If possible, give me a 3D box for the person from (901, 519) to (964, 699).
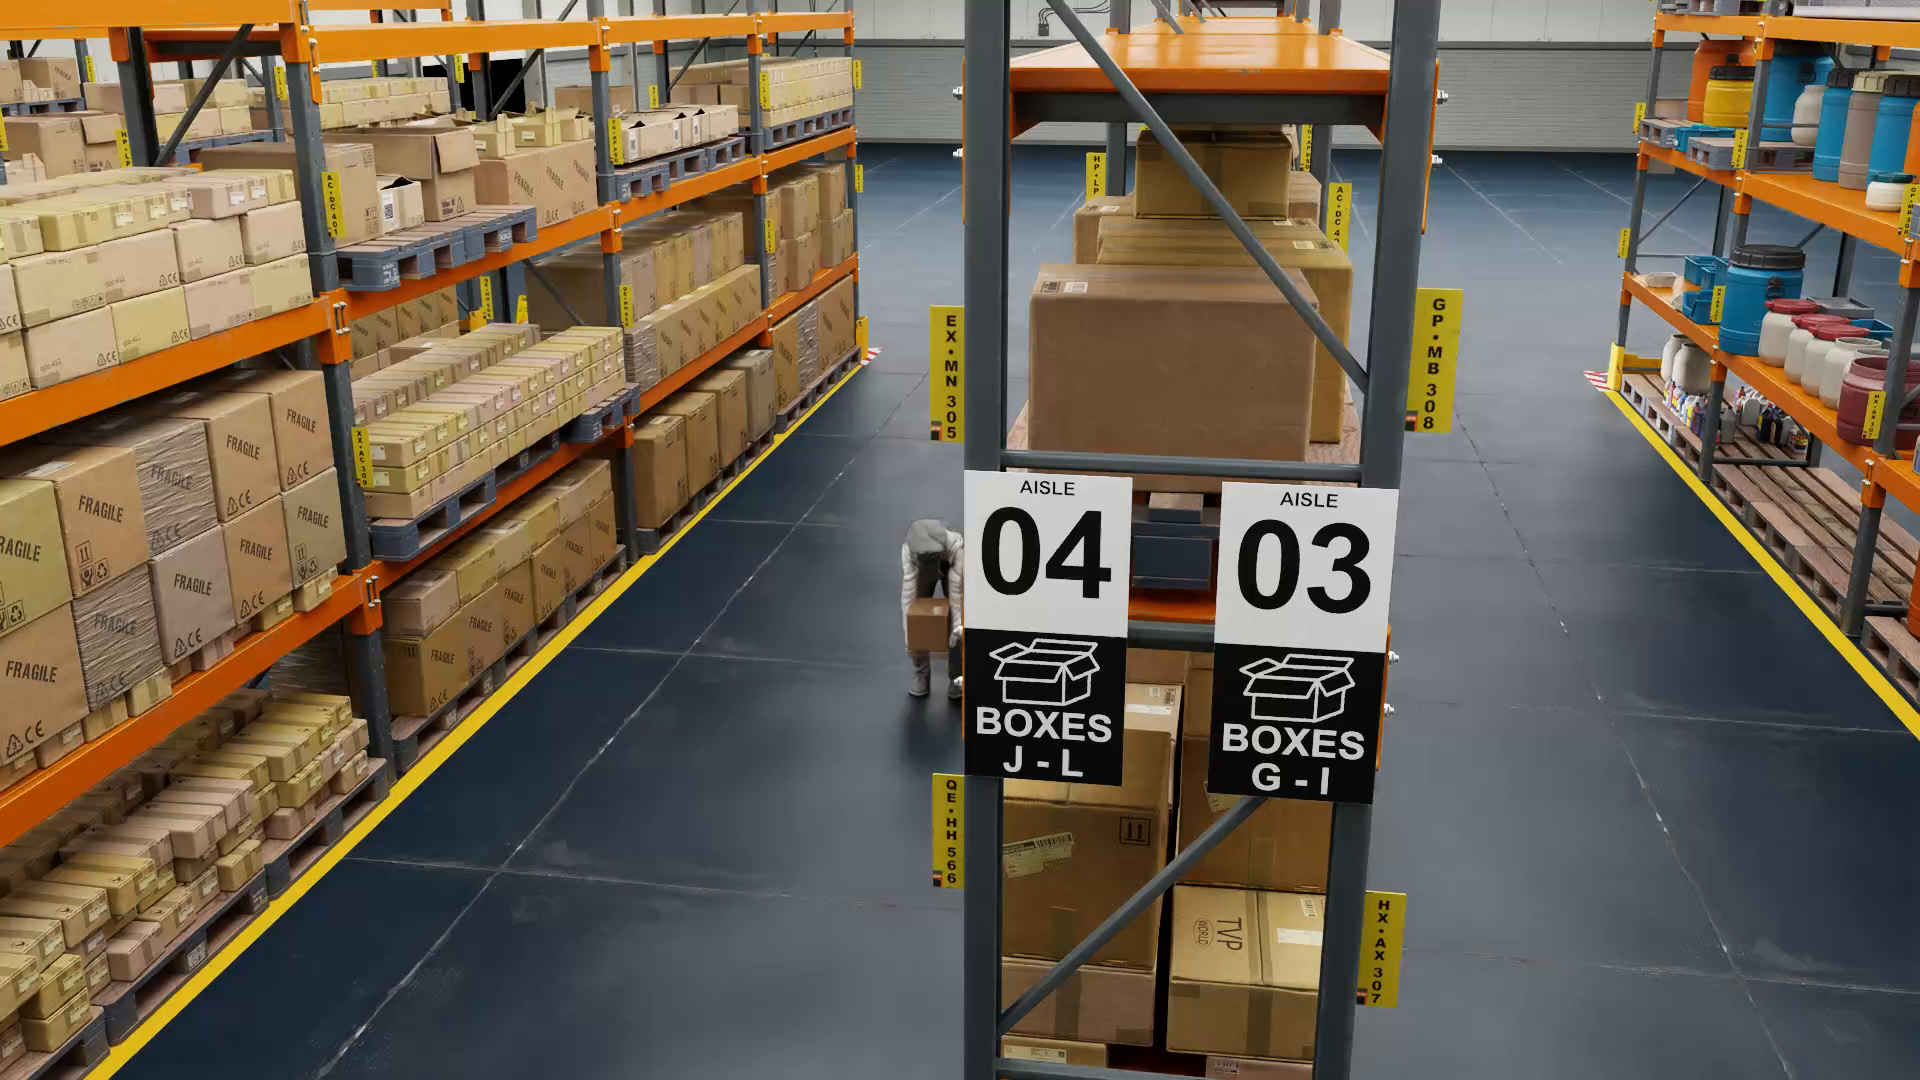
[{"bbox_3d":[-0.158,0.420,10.351,0.410,1.307,0.887,2,18,6],"label":"person"}]
